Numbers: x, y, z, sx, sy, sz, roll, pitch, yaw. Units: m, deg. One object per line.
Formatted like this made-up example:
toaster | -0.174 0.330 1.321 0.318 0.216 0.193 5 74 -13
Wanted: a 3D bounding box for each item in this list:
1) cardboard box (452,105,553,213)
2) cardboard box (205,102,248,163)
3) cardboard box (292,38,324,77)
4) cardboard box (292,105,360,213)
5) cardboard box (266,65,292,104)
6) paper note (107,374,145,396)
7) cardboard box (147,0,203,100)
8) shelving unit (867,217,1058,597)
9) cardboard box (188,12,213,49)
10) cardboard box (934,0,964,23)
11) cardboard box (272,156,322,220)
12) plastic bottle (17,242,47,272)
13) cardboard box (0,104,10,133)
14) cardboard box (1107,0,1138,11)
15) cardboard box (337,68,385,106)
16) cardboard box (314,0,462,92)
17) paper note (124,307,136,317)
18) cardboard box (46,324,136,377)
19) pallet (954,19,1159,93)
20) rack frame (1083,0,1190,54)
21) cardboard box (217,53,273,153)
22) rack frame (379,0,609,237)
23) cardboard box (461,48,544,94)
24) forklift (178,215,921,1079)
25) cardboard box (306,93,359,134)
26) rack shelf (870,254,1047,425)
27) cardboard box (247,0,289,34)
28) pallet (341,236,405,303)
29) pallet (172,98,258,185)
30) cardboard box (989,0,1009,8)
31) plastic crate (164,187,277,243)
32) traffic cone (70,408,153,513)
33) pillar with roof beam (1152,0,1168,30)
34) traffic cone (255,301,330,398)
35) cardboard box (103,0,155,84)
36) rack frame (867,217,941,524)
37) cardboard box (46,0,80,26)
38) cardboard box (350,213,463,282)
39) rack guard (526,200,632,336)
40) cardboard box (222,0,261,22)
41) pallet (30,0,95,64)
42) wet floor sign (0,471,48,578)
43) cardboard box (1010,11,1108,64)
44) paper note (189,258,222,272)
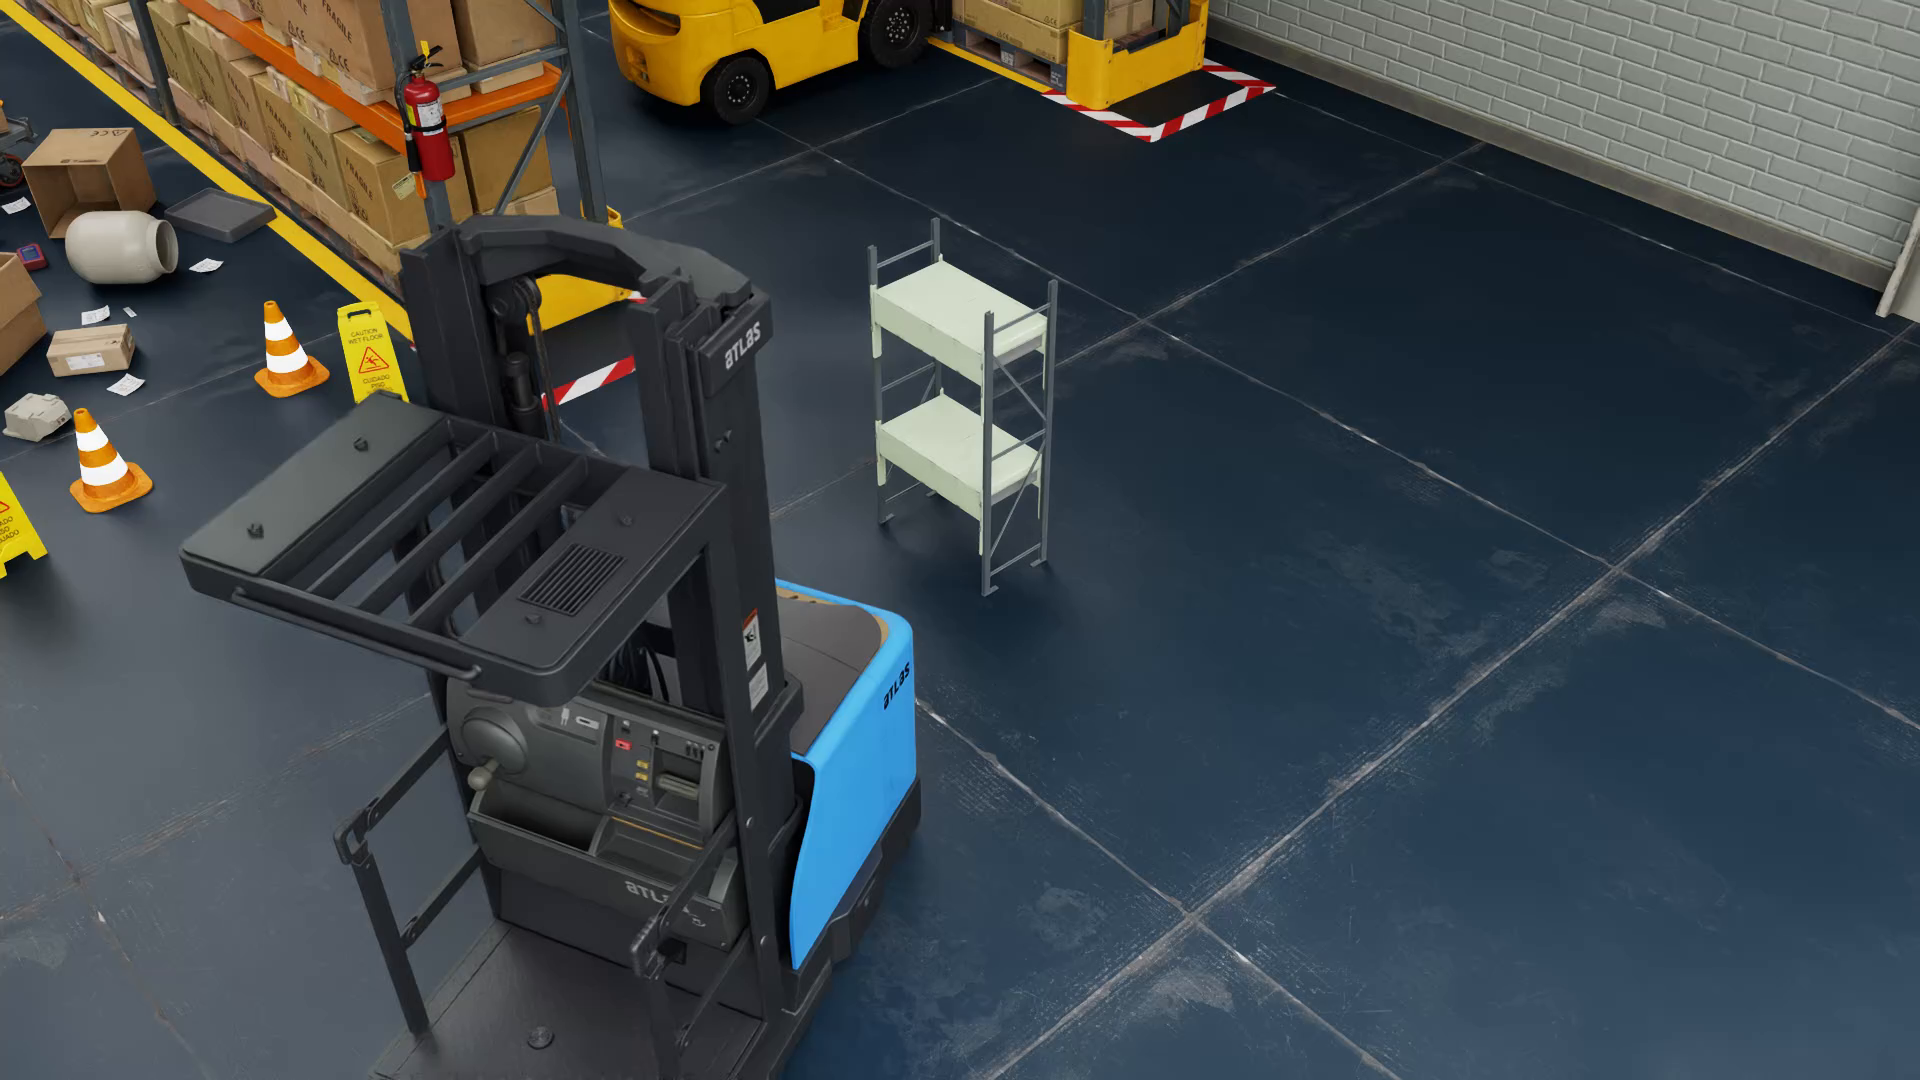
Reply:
cardboard box | -2.752 -2.290 9.663 0.500 0.500 0.500 -32 49 -33
cardboard box | -4.529 -2.718 10.790 0.500 0.250 0.500 -27 46 -30
cardboard box | -3.411 -2.692 9.103 0.380 0.149 0.250 -29 47 -31
cardboard box | -3.483 -2.289 9.662 0.500 0.500 0.500 -28 47 -30
cardboard box | -3.770 -2.683 9.633 0.380 0.149 0.250 -28 47 -30
paper note | -4.499 -0.840 8.973 0.142 0.019 0.148 18 42 21
cardboard box | -4.898 -3.252 10.854 0.500 0.500 0.500 -28 46 -30
shelving unit | 0.005 -0.580 7.483 0.431 1.500 0.755 -30 48 -32
cardboard box | -4.509 -3.184 10.254 0.380 0.149 0.250 -28 47 -30
cardboard box | 0.049 -4.161 12.576 0.500 0.250 0.500 -29 47 -31
cardboard box | -3.841 -2.240 10.198 0.500 0.250 0.500 -32 49 -33
plastic bottle | -5.607 -1.717 10.035 0.133 0.061 0.283 -22 44 -25
cardboard box | -6.389 -2.806 10.432 0.500 0.500 0.500 -30 48 -32
cardboard box | 1.095 -4.108 12.113 0.500 0.250 0.500 -29 47 -31
cardboard box | -3.057 -2.458 8.813 0.380 0.149 0.250 -31 48 -32
cardboard box | -2.963 -2.692 8.587 0.500 0.500 0.500 -31 48 -32
paper note | -4.781 -1.313 9.576 0.032 0.001 0.123 -30 48 -32
cardboard box | -4.767 -1.042 9.130 0.380 0.149 0.250 -8 40 -10
pallet | 0.712 -3.766 12.452 1.003 0.211 1.213 -30 48 -32
rack frame | 1.260 -4.514 11.160 1.000 3.000 0.127 -30 48 -32
cardboard box | -4.178 -2.769 10.256 0.500 0.500 0.500 -27 46 -30
rack frame | -2.393 -2.403 8.546 1.000 3.000 0.127 -30 48 -32
cardboard box | -2.471 -2.551 8.929 0.380 0.149 0.250 -30 48 -32
forklift | -1.203 0.698 4.761 1.130 2.935 3.031 15 41 18
cardboard box | -3.425 -2.442 9.335 0.380 0.149 0.250 -29 47 -31
rack shelf | 0.005 -0.884 7.238 0.431 0.370 0.720 -30 48 -32
cardboard box | -3.634 -3.159 9.165 0.500 0.500 0.500 -30 48 -32
pallet | -2.968 -1.745 9.950 1.003 0.211 1.213 -30 48 -32
pallet | -4.618 -2.874 11.348 1.003 0.211 1.213 -30 48 -32
cardboard box | 0.370 -4.131 12.142 0.500 0.250 0.500 -30 48 -32
plastic crate | -4.641 -2.043 10.424 0.583 0.080 0.402 18 42 21
traffic cone | -4.222 -0.438 8.132 0.336 0.463 0.334 -30 48 -32
pillar with roof beam | -1.718 -5.724 7.883 9.100 9.000 0.400 -30 48 -32
traffic cone | -3.634 -1.067 8.911 0.336 0.463 0.334 -30 48 -32
cardboard box | -5.455 -3.637 11.831 0.950 0.372 0.625 -29 47 -31
rack frame | -0.243 -0.750 7.693 0.400 1.500 0.023 -30 48 -32
cardboard box | -6.415 -4.289 12.639 0.950 0.372 0.625 -28 47 -30
cardboard box | -3.154 -1.768 9.613 0.500 0.250 0.500 -30 48 -32
rack guard | -2.445 -1.466 9.375 1.175 0.500 0.348 -30 48 -32
cardboard box | -4.073 -3.174 9.700 0.380 0.149 0.250 -30 48 -32
pallet | -6.456 -4.094 12.859 1.003 0.211 1.213 -30 48 -32
wet floor sign | -4.493 -0.165 7.649 0.232 0.644 0.267 26 45 28
cardboard box | 0.710 -3.691 11.995 0.500 0.250 0.500 -30 47 -31
paper note | -4.521 -1.650 9.977 0.148 0.019 0.142 18 42 21
